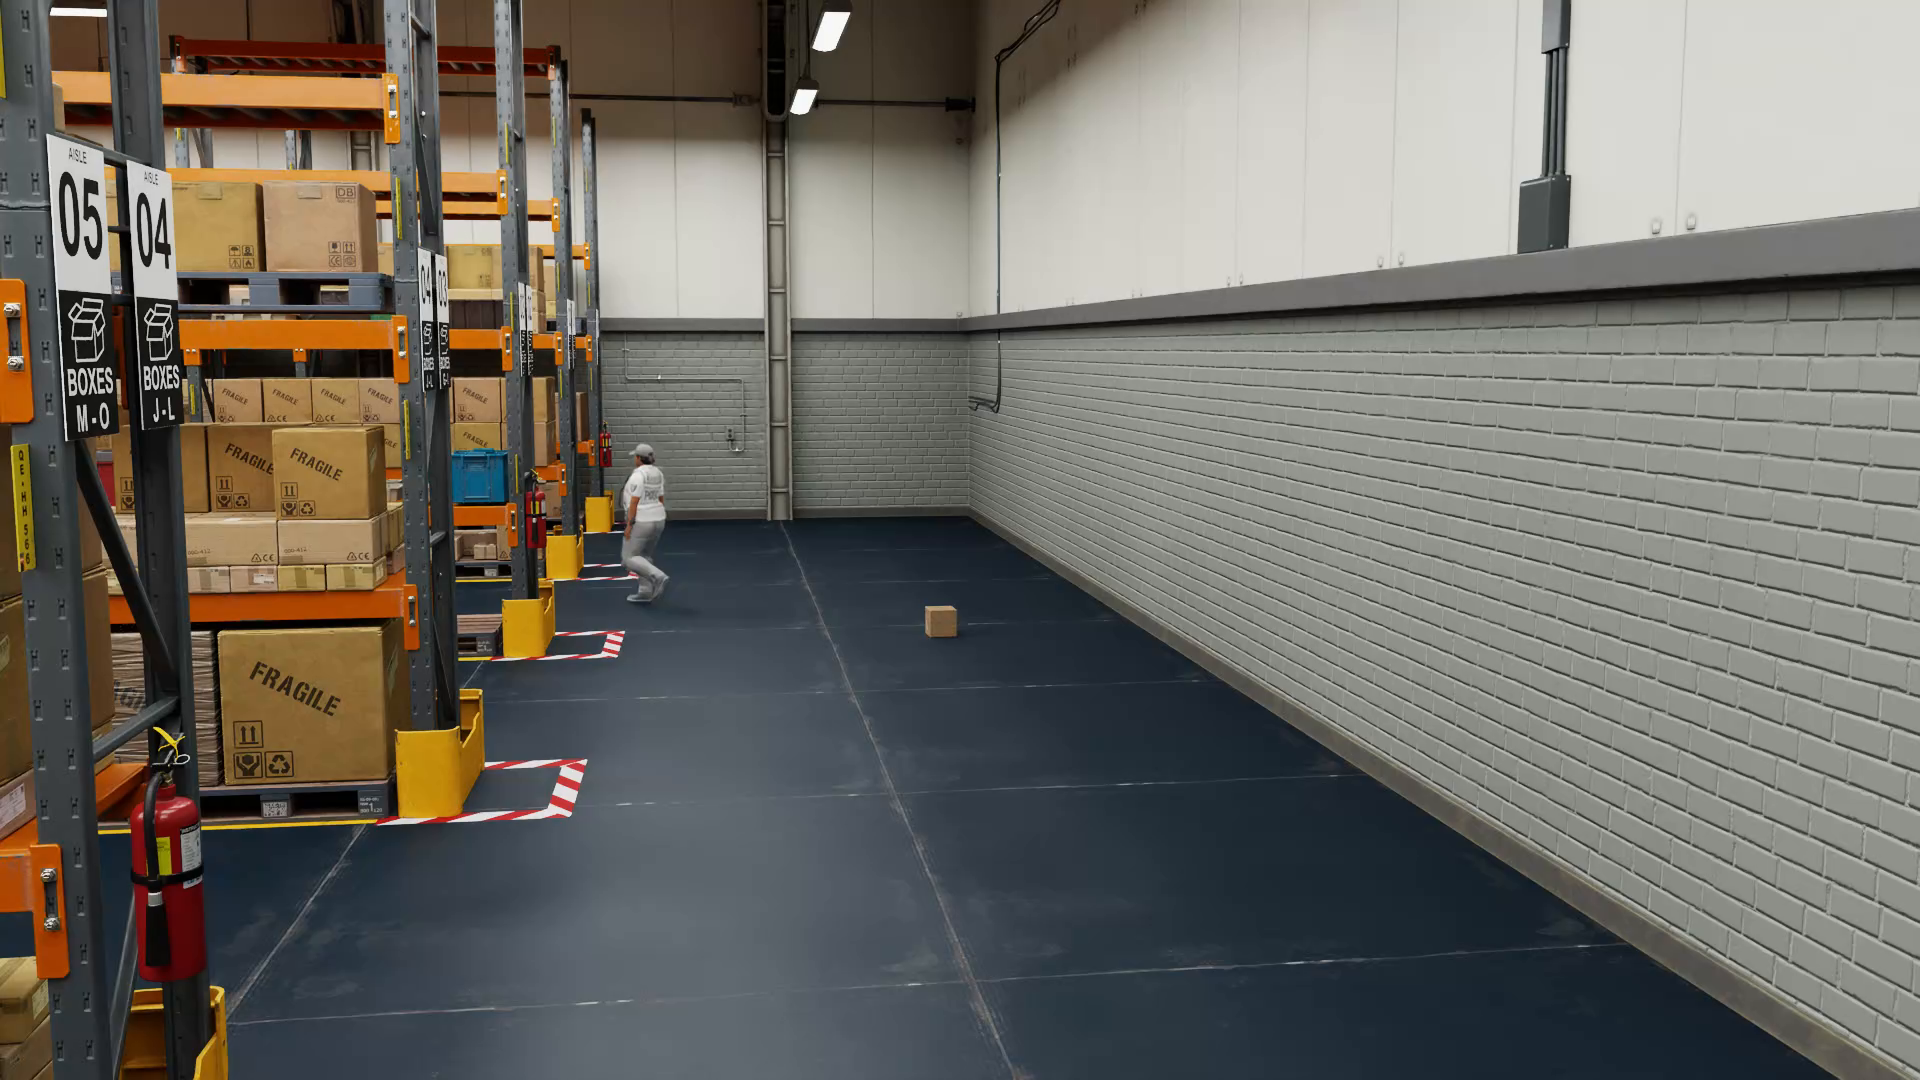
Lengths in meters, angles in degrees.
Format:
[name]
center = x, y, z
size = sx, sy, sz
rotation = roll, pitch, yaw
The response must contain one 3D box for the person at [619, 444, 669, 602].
[person]
center = -3.209, -0.165, 17.103
size = 0.649, 1.650, 0.480
rotation = 3, 7, 26
